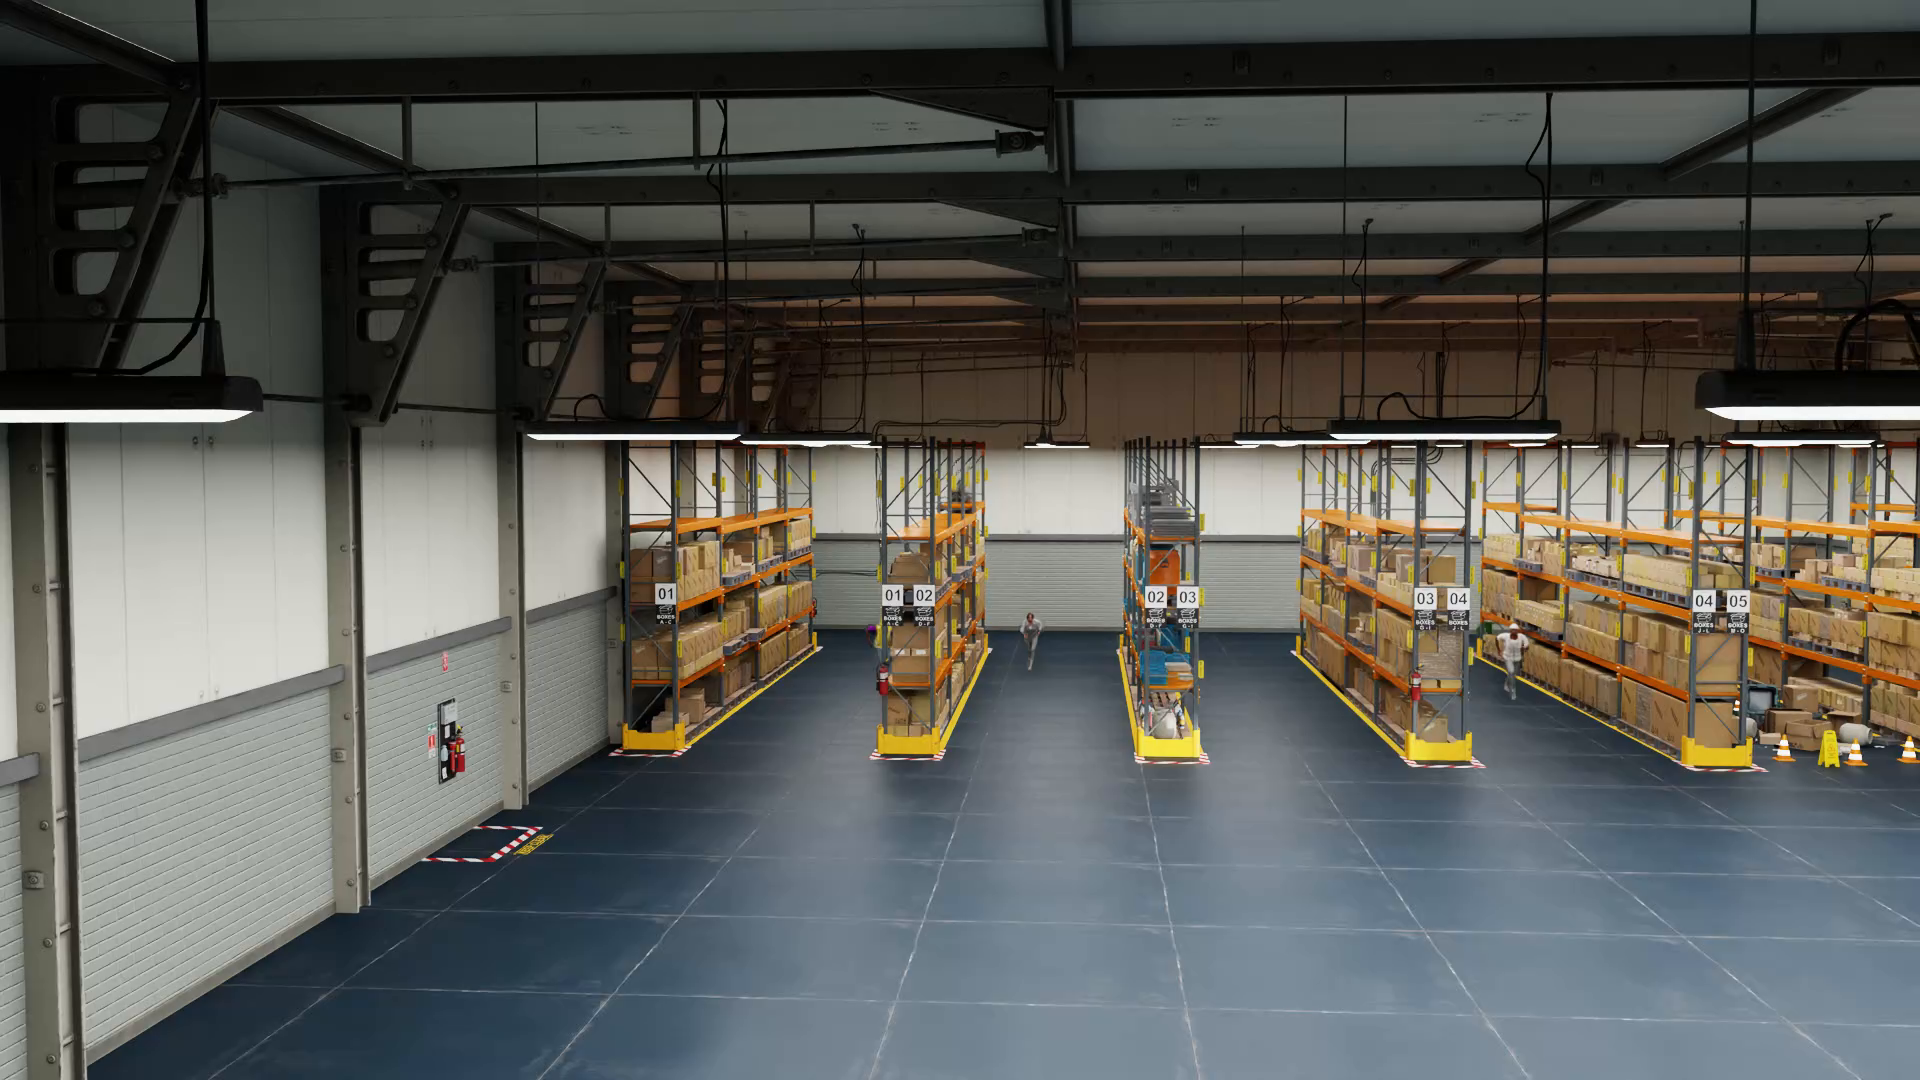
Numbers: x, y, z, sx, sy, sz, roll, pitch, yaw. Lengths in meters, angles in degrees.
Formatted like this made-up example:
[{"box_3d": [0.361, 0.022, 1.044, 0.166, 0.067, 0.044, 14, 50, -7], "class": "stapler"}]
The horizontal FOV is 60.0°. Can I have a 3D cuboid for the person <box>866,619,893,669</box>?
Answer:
[{"box_3d": [-1.967, 2.710, 41.589, 0.734, 1.578, 0.830, 0, 3, -5], "class": "person"}]

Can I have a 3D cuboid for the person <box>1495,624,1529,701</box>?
[{"box_3d": [12.817, 2.799, 38.636, 0.695, 1.776, 1.004, 0, 3, 1], "class": "person"}]

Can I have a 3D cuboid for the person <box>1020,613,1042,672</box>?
[{"box_3d": [1.860, 2.646, 43.647, 0.571, 1.548, 0.914, 0, 3, 0], "class": "person"}]

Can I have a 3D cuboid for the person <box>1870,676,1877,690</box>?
[{"box_3d": [20.991, 2.813, 37.931, 0.660, 1.809, 0.878, 0, 3, 7], "class": "person"}]

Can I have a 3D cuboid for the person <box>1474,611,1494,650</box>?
[{"box_3d": [15.109, 2.286, 47.614, 0.735, 1.688, 0.697, 1, 3, 19], "class": "person"}]
